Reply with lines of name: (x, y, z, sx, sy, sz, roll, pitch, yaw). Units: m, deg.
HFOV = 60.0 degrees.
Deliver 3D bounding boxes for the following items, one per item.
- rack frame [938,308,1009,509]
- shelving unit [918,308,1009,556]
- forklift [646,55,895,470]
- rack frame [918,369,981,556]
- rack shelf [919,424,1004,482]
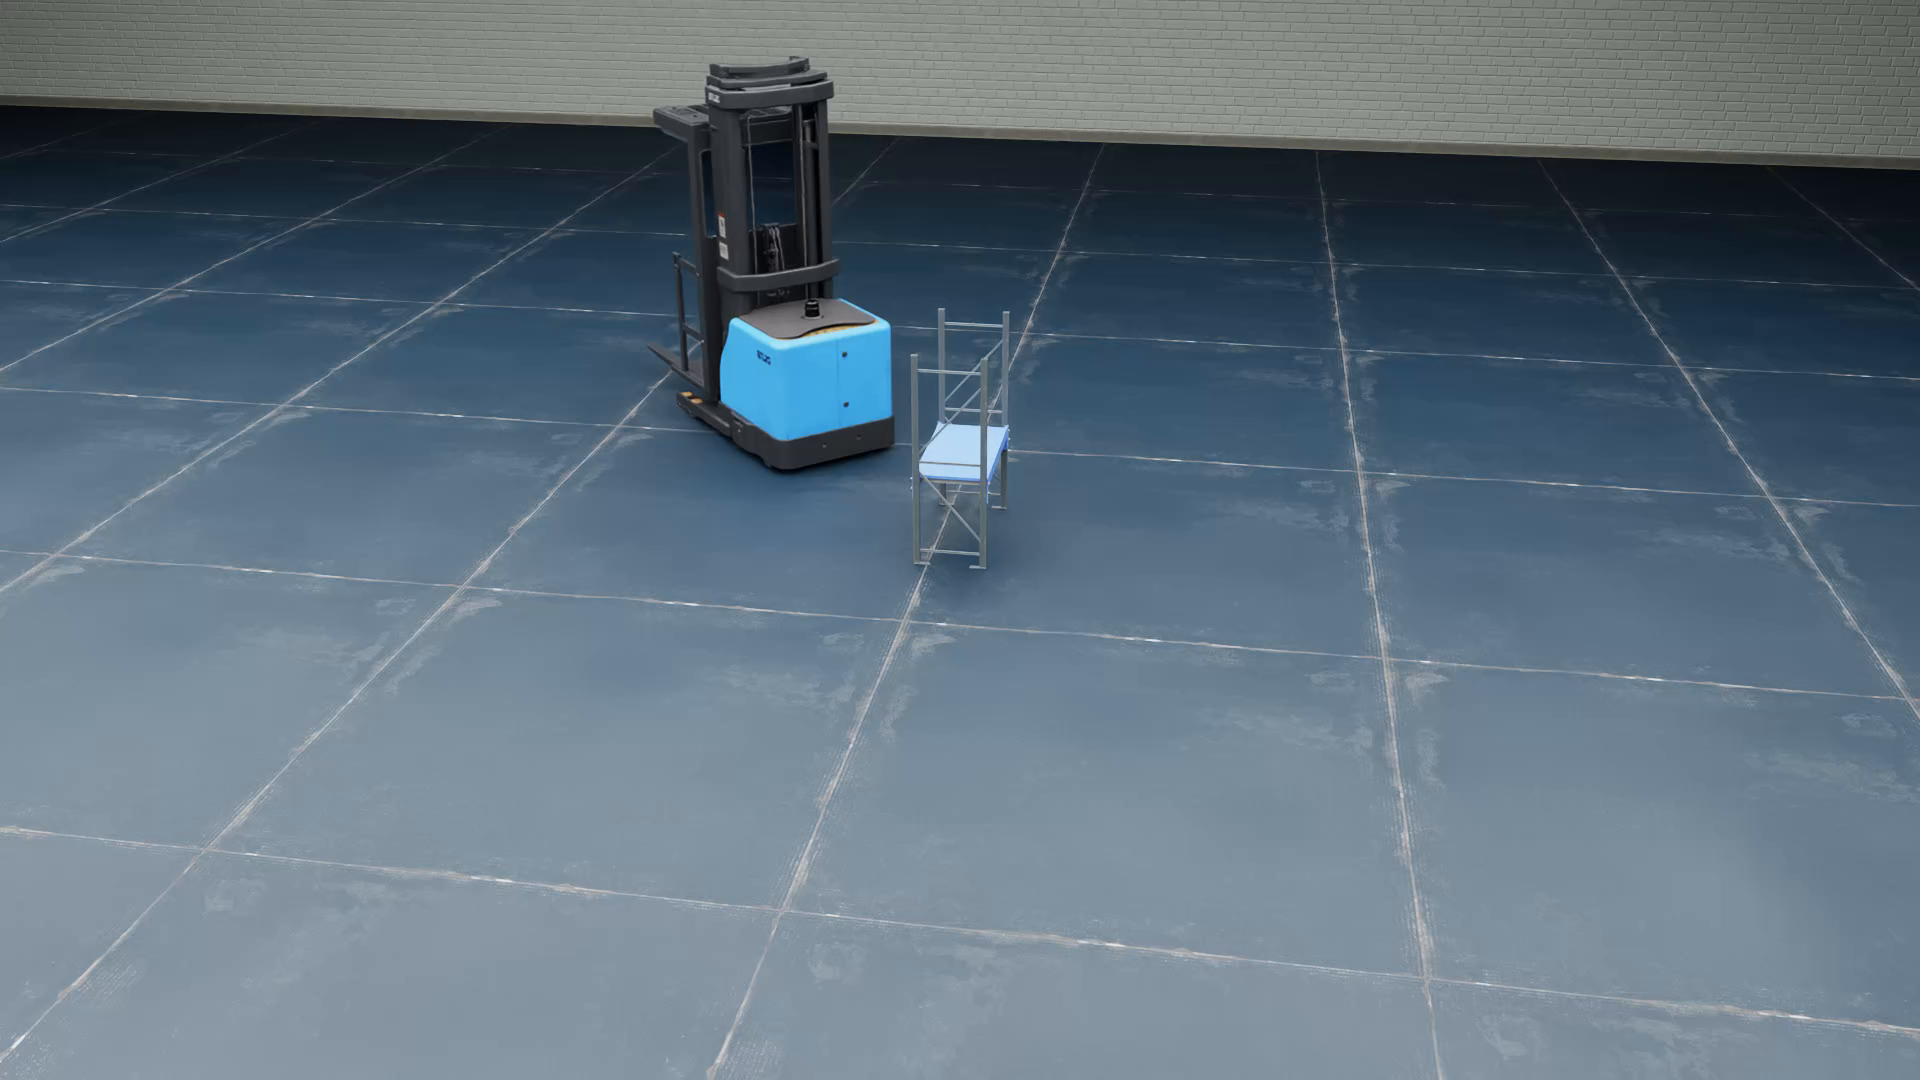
rack frame: (0.097, -0.928, 11.962, 0.500, 1.500, 0.032, 4, 25, 9)
shelving unit: (0.015, -0.717, 11.512, 0.500, 1.500, 1.039, 4, 25, 9)
forklift: (-1.742, -2.443, 13.512, 1.130, 2.935, 3.031, -15, 29, -29)
rack frame: (-0.071, -0.502, 11.054, 0.475, 1.308, 0.013, 4, 25, 9)
rack shelf: (0.014, -0.612, 11.556, 0.459, 0.026, 0.952, 4, 25, 9)
